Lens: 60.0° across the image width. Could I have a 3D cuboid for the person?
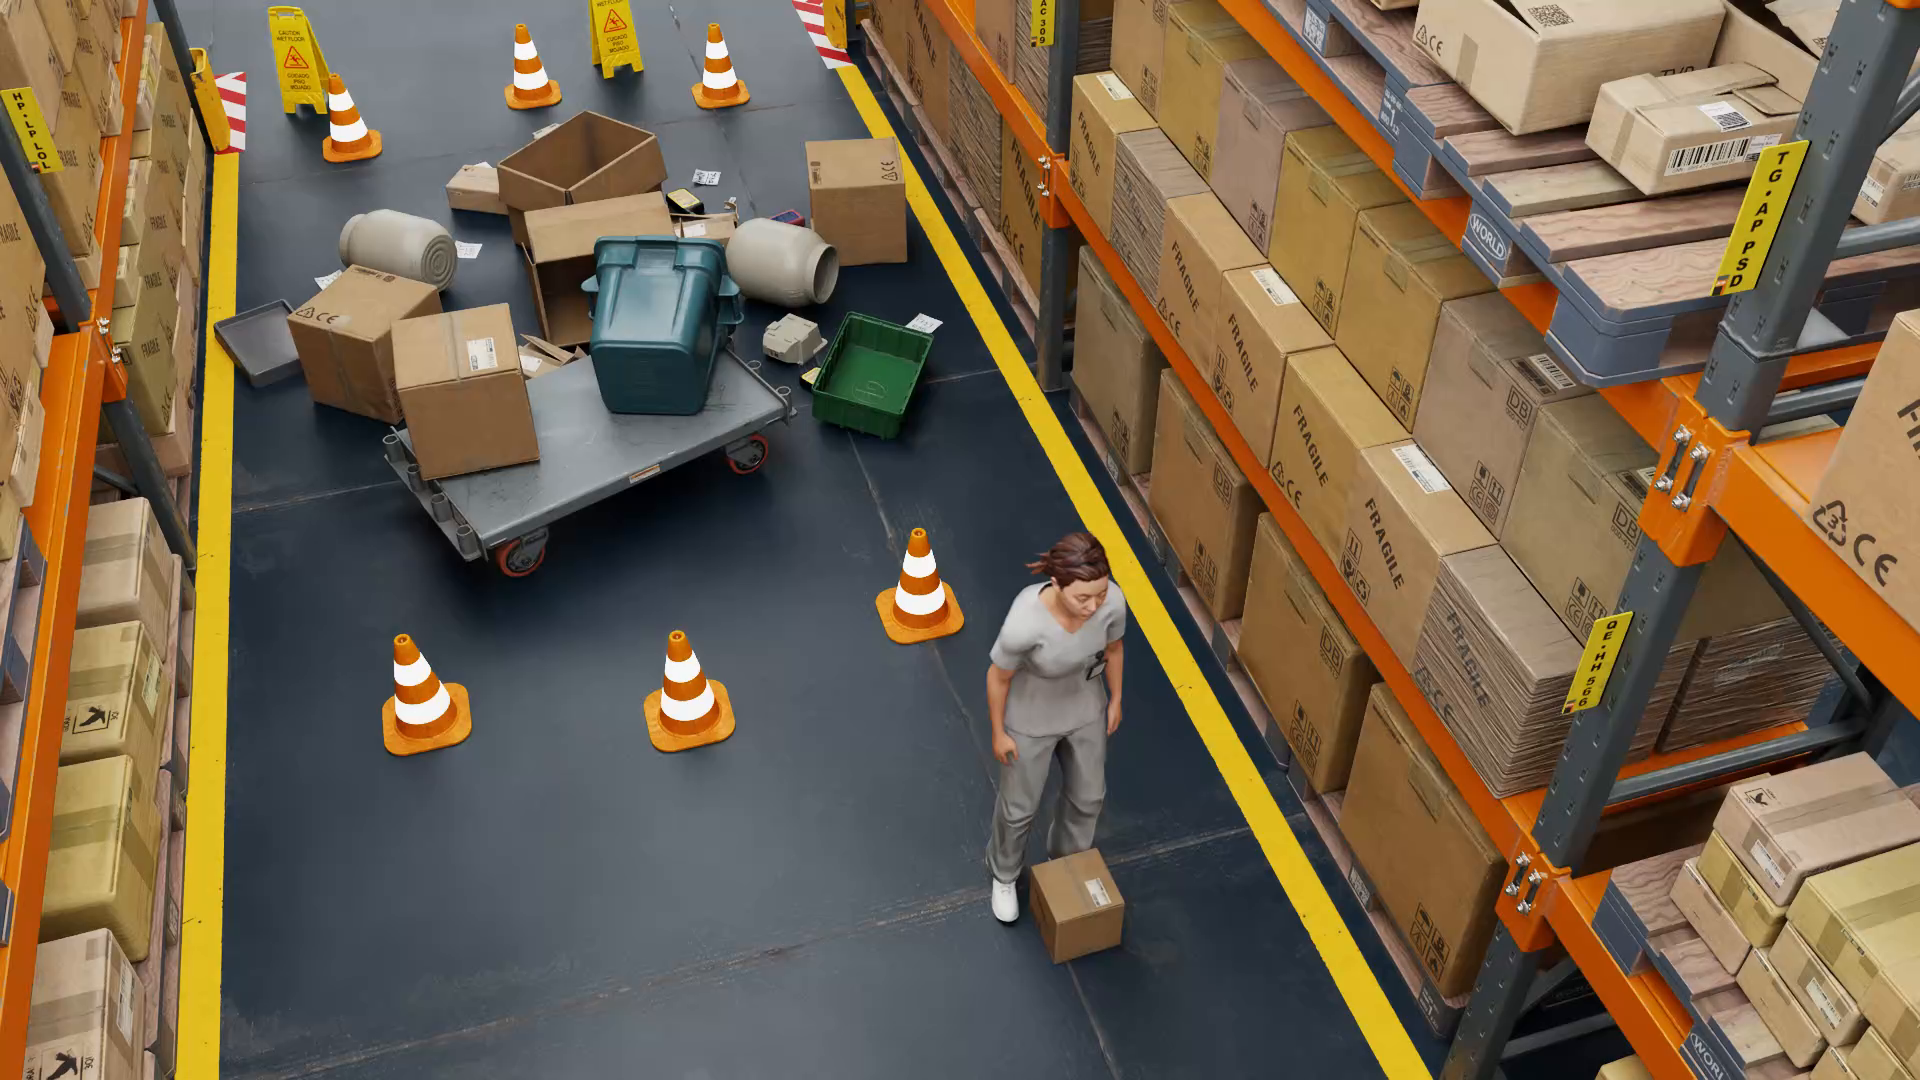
[{"bbox_3d":[0.327,0.613,5.492,0.499,1.671,0.416,-14,44,-15],"label":"person"}]
